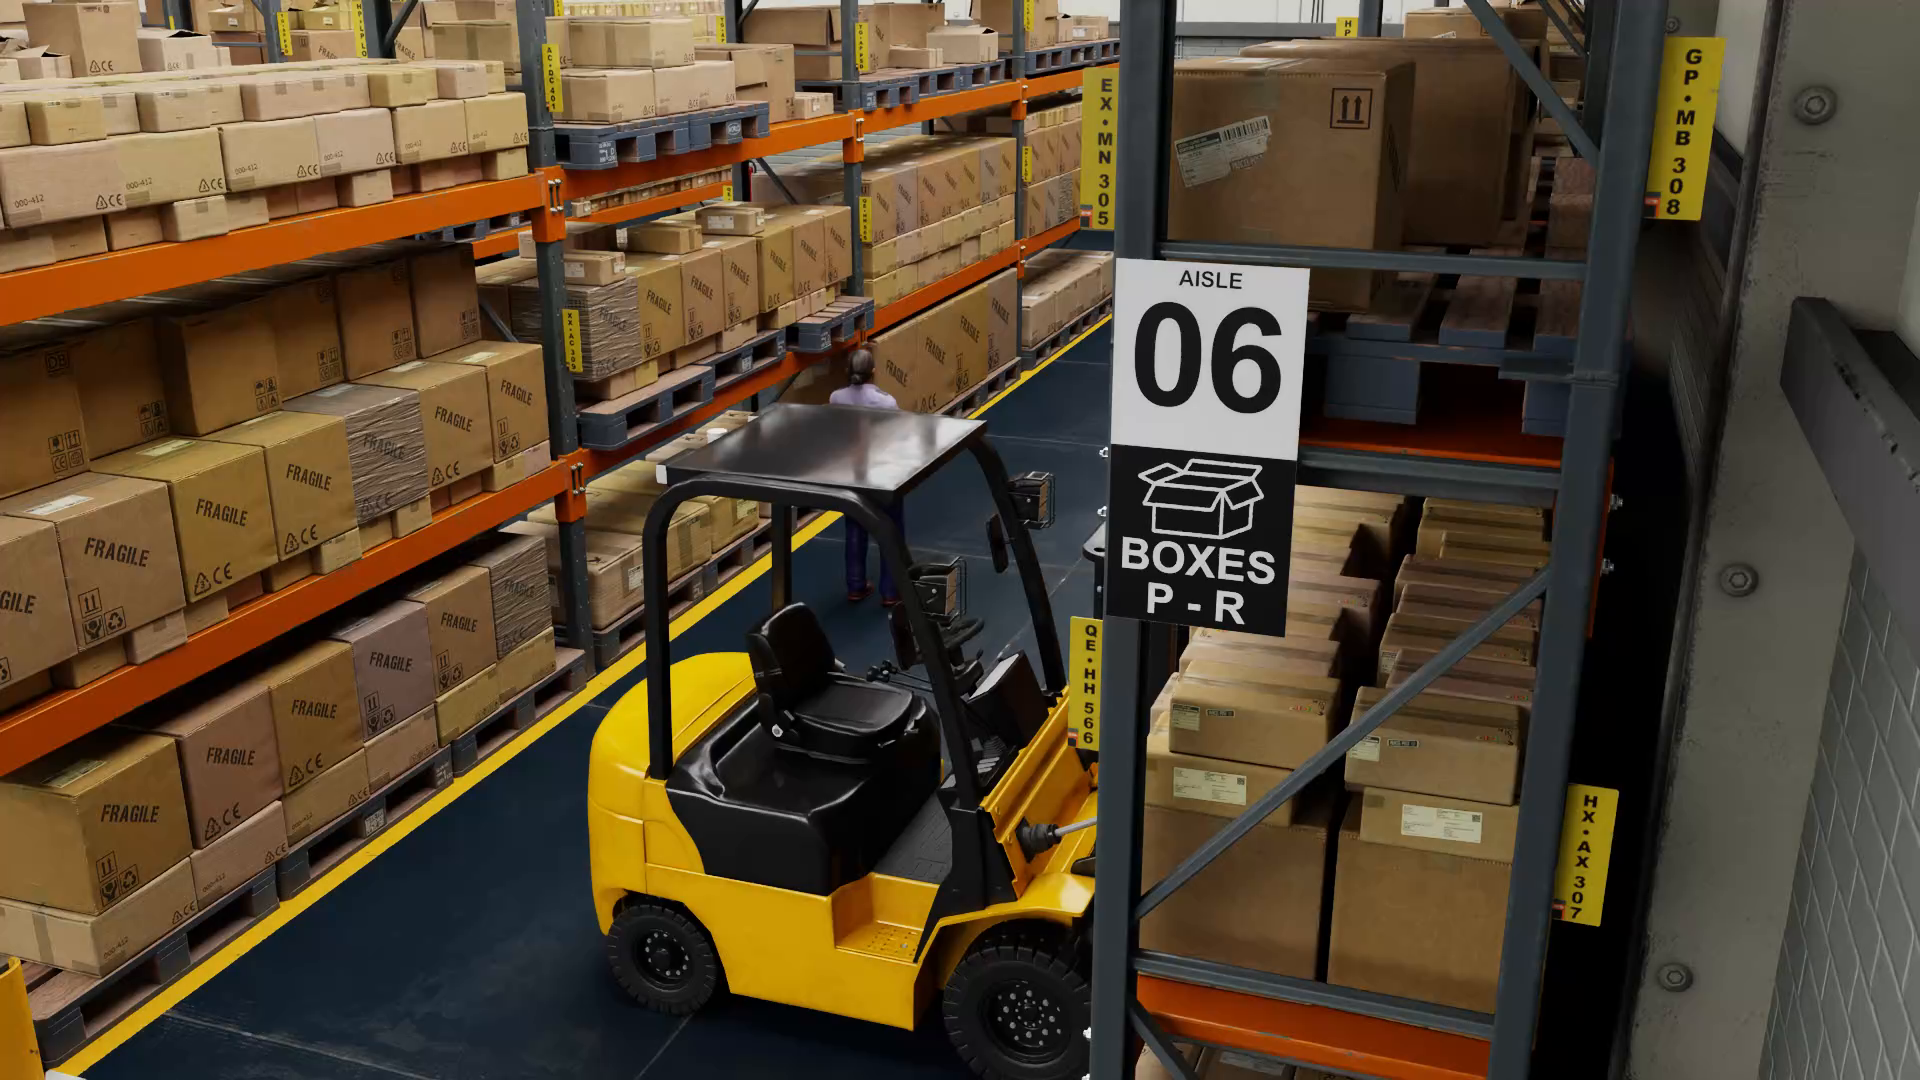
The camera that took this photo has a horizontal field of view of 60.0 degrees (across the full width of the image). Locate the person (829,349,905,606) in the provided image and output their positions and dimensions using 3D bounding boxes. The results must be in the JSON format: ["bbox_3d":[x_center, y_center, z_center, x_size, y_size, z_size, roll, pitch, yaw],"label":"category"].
[{"bbox_3d":[-0.530,-0.402,10.306,0.452,1.623,0.518,7,20,19],"label":"person"}]
